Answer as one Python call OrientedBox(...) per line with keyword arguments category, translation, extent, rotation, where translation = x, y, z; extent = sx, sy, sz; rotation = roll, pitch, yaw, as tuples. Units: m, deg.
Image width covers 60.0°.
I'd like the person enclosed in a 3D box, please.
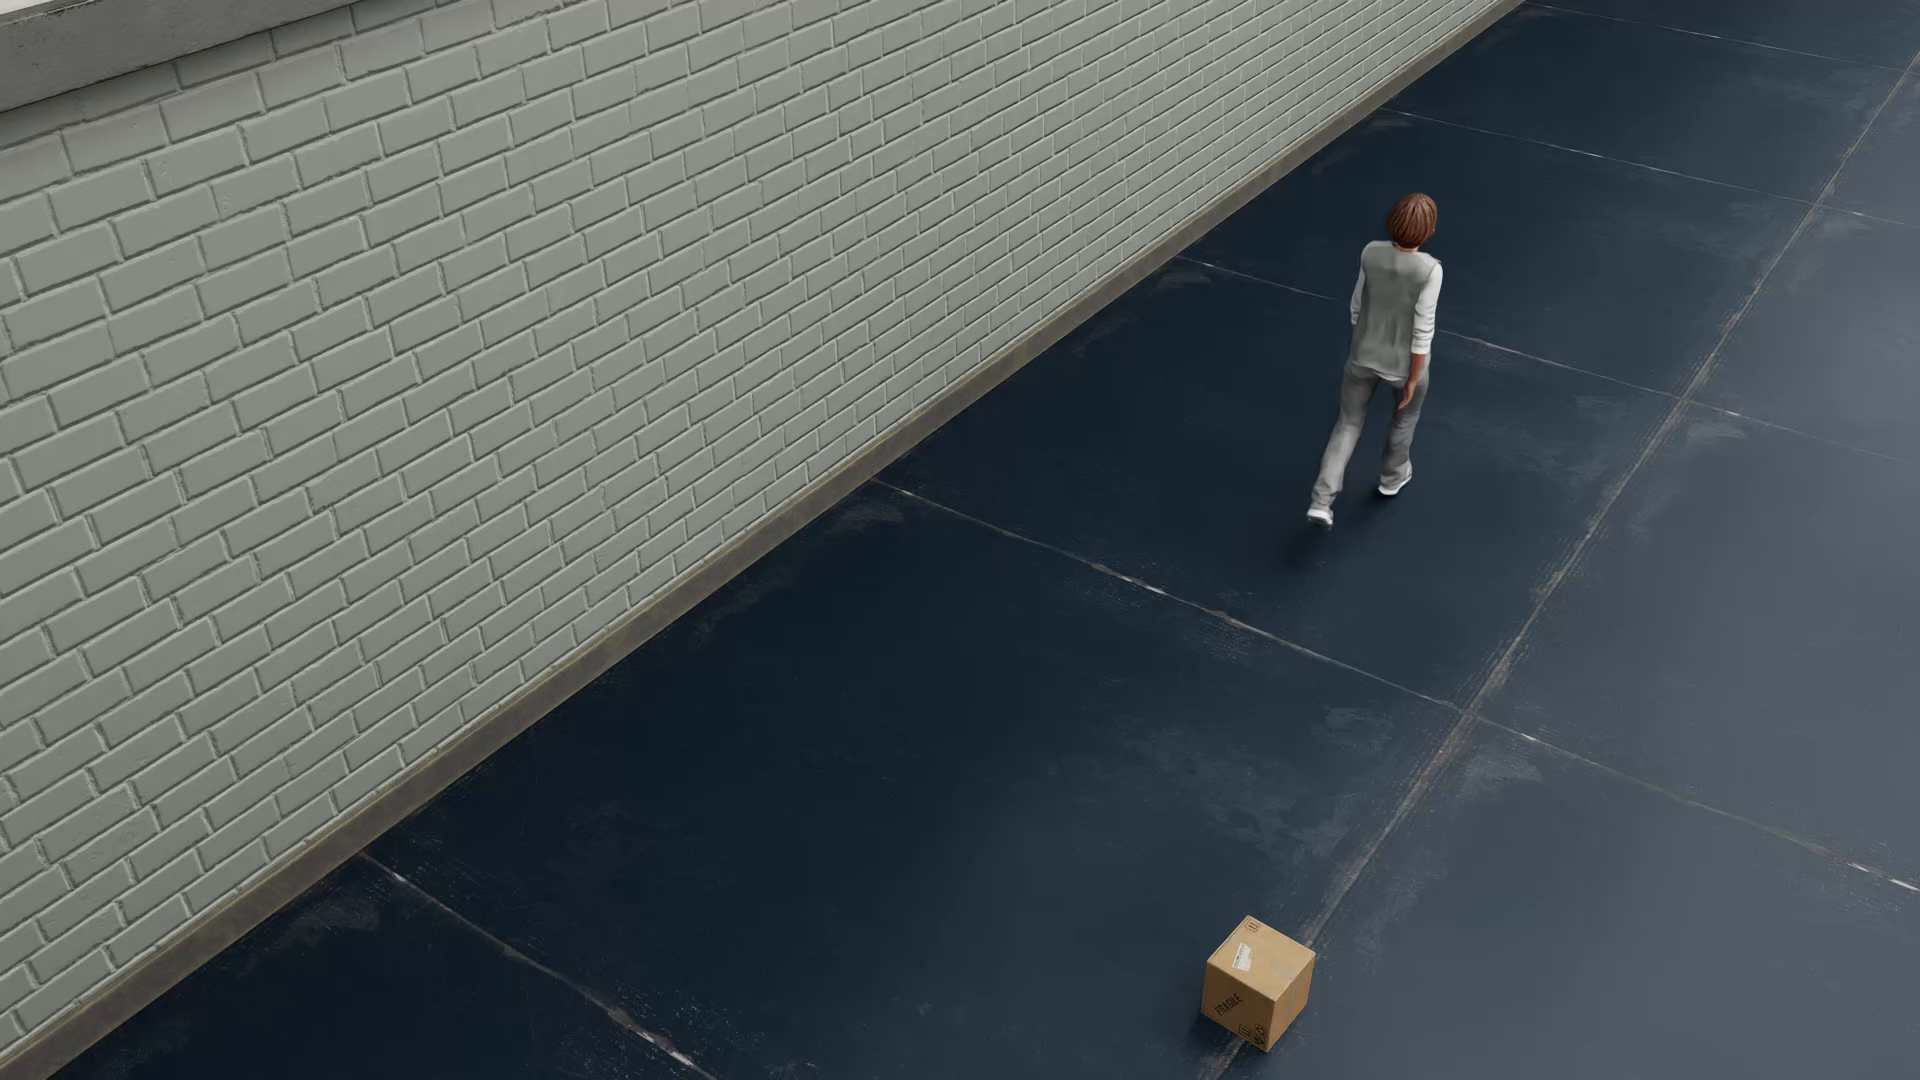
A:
OrientedBox(category="person", translation=(1.844, -0.777, 7.244), extent=(0.408, 1.552, 0.892), rotation=(20, 40, 26))
